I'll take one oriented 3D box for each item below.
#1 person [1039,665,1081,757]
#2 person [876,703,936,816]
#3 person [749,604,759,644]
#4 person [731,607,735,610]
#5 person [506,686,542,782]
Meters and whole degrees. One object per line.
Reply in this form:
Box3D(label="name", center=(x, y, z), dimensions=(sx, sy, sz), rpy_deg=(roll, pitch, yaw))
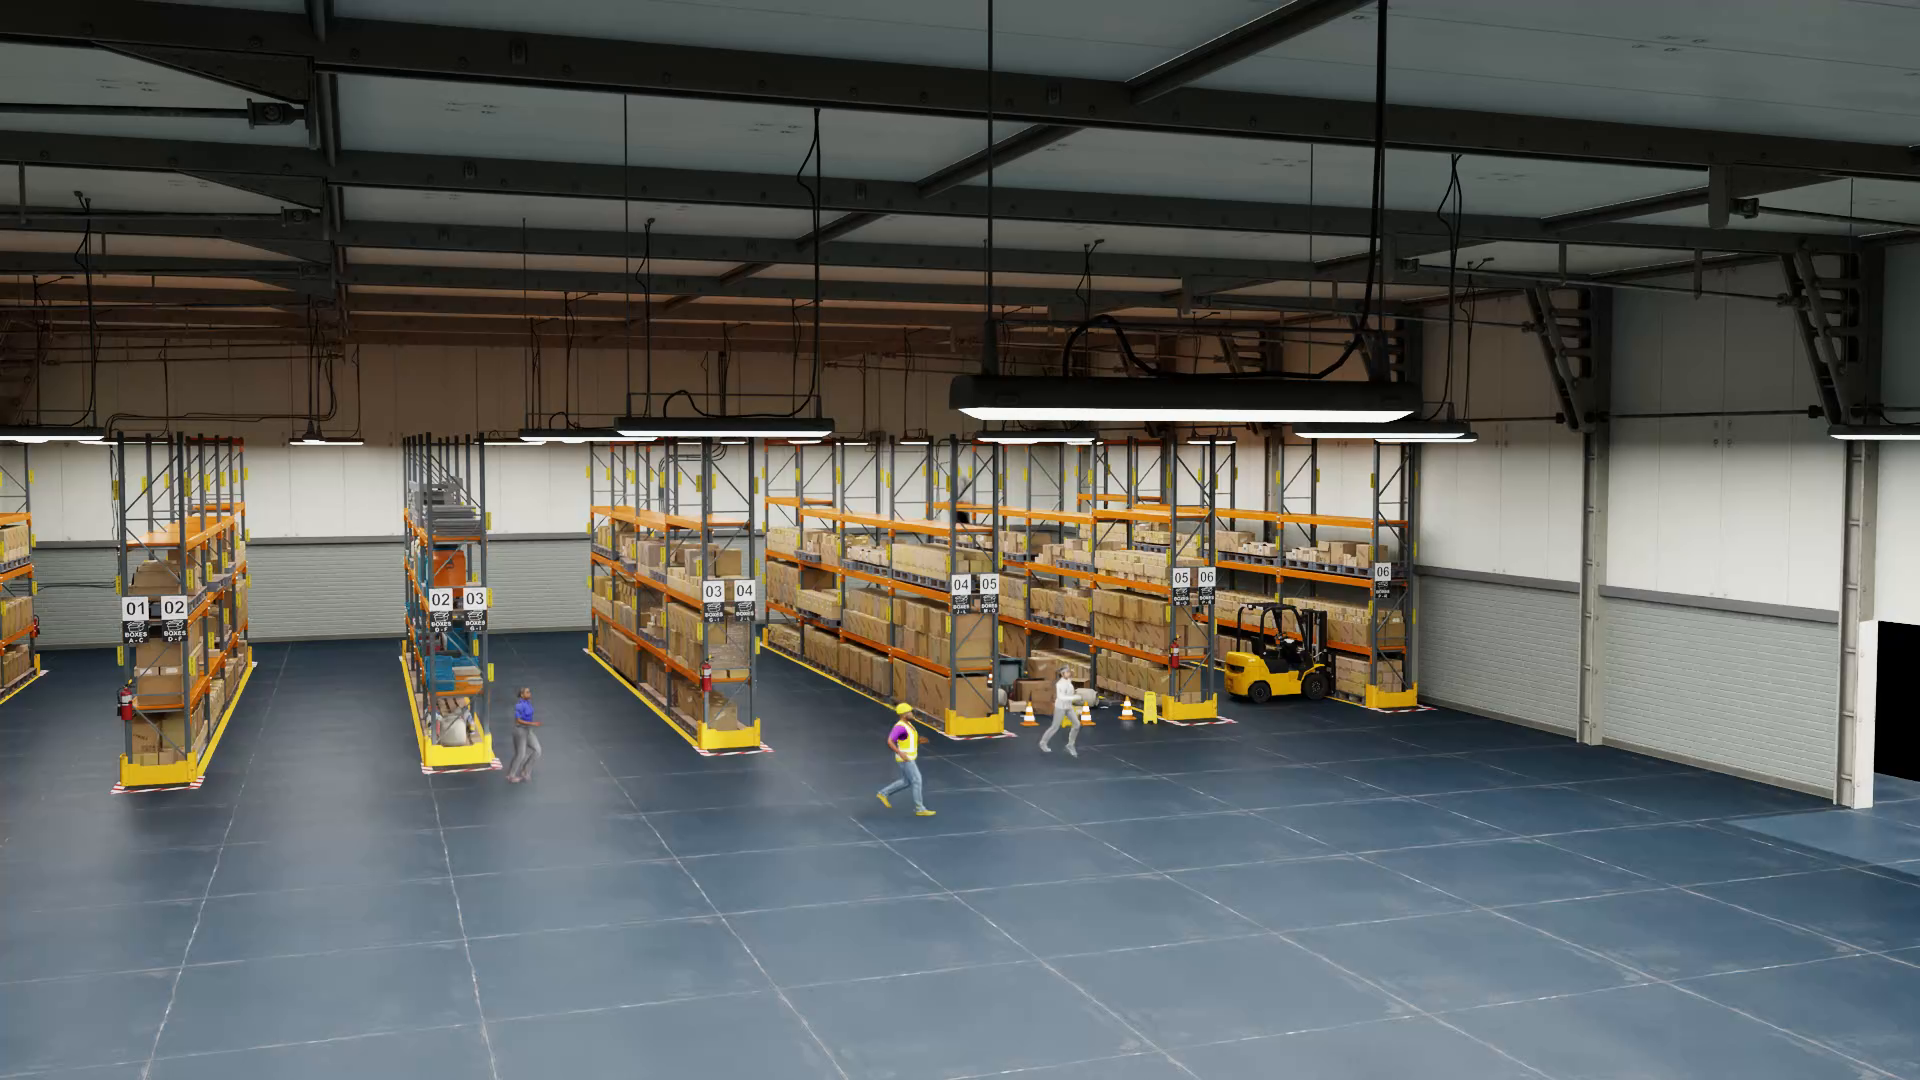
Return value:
Box3D(label="person", center=(1.913, 3.163, 30.959), dimensions=(0.867, 1.729, 0.613), rpy_deg=(2, 4, 34))
Box3D(label="person", center=(-0.844, 3.402, 25.811), dimensions=(0.954, 1.748, 0.711), rpy_deg=(0, 3, 6))
Box3D(label="person", center=(-5.787, 2.324, 45.192), dimensions=(0.672, 1.830, 0.930), rpy_deg=(-1, 3, -19))
Box3D(label="person", center=(-6.337, 2.442, 46.541), dimensions=(0.516, 1.498, 0.933), rpy_deg=(-1, 3, -11))
Box3D(label="person", center=(-7.429, 3.338, 28.451), dimensions=(0.694, 1.690, 0.601), rpy_deg=(1, 3, 12))
